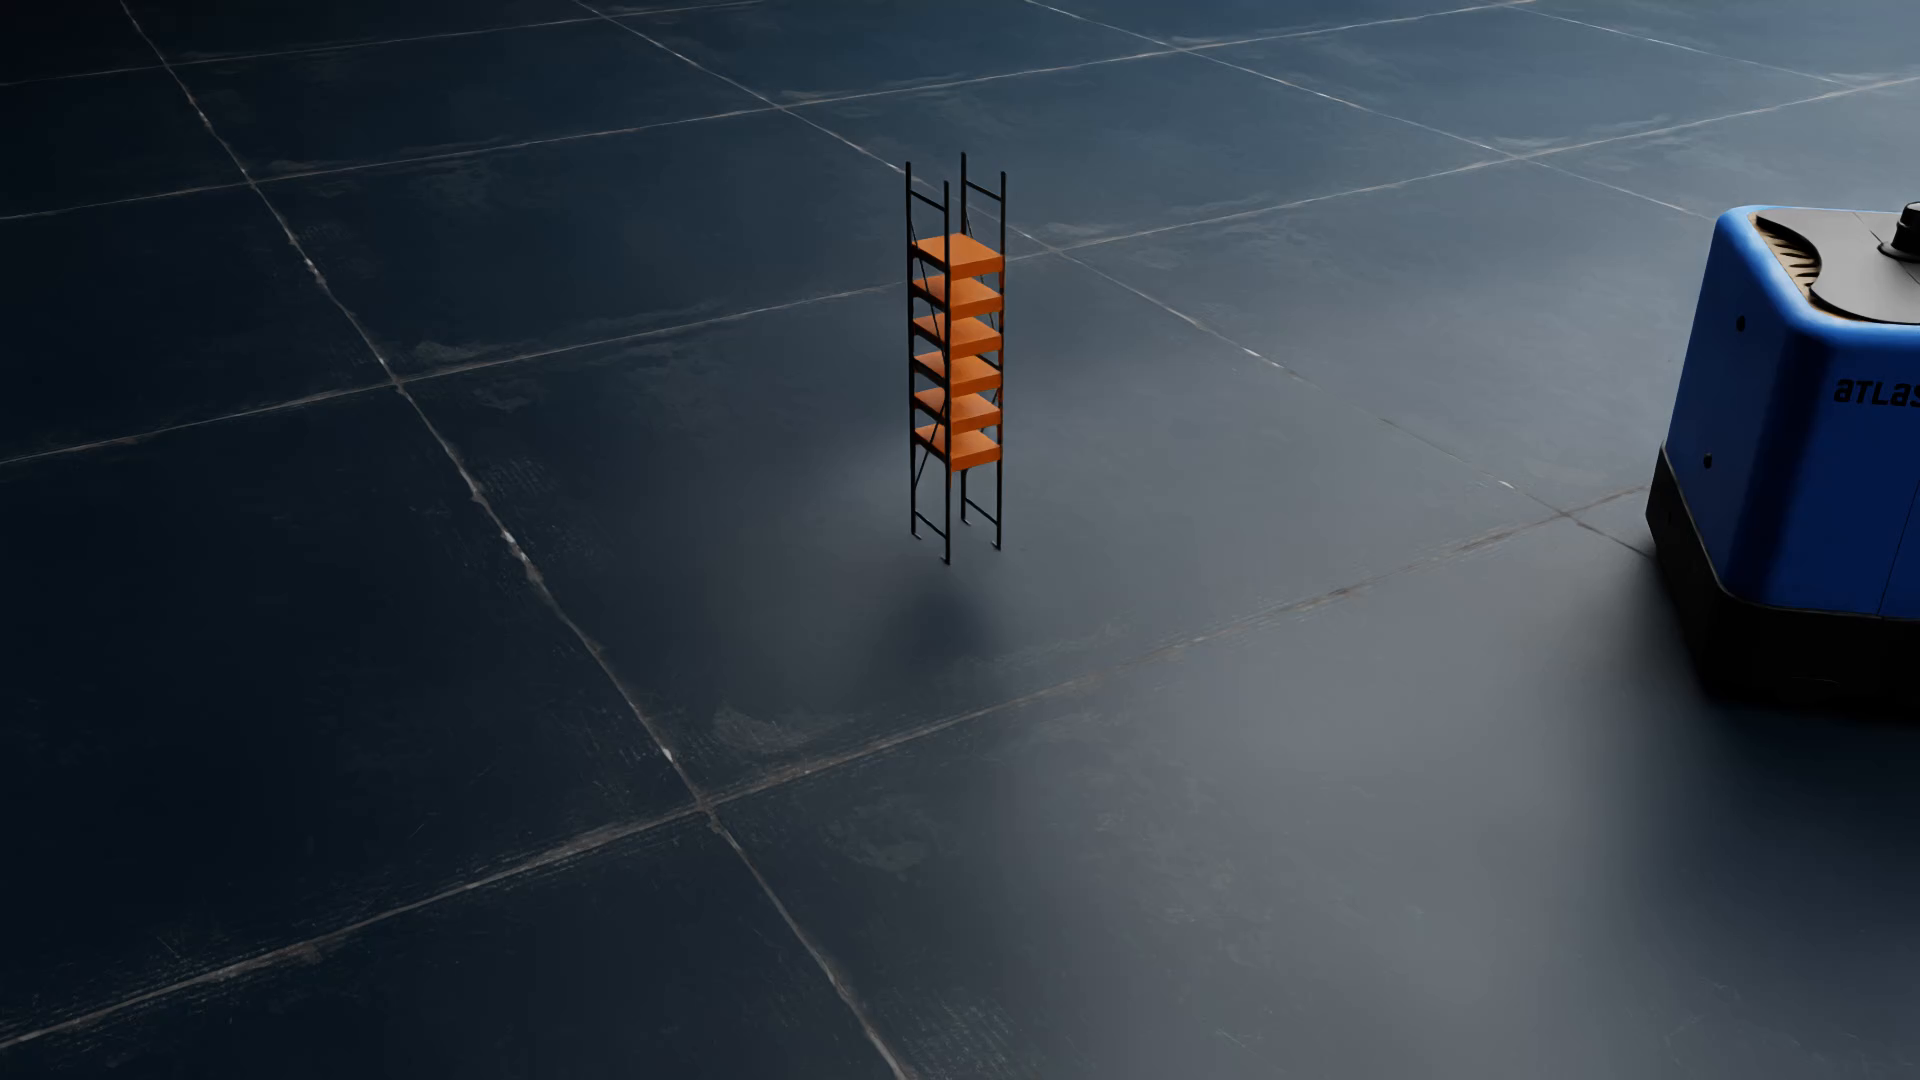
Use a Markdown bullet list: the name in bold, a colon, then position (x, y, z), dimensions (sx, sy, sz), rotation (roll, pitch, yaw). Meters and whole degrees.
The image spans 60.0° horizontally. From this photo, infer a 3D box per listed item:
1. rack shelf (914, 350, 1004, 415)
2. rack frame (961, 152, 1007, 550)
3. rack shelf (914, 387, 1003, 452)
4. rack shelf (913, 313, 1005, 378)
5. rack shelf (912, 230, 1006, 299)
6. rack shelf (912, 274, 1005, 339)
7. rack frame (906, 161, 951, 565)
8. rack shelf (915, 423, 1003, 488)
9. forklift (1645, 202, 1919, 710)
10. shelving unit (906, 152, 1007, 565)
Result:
- **rack shelf**: position (-0.012, -0.483, 4.975), dimensions (0.180, 0.103, 0.258), rotation (-16, 33, -26)
- **rack frame**: position (0.066, -0.544, 4.994), dimensions (0.006, 1.200, 0.240), rotation (-16, 33, -26)
- **rack shelf**: position (-0.012, -0.378, 5.033), dimensions (0.180, 0.103, 0.258), rotation (-16, 33, -26)
- **rack shelf**: position (-0.012, -0.588, 4.917), dimensions (0.180, 0.103, 0.258), rotation (-16, 33, -26)
- **rack shelf**: position (-0.012, -0.798, 4.801), dimensions (0.180, 0.103, 0.258), rotation (-16, 33, -26)
- **rack shelf**: position (-0.012, -0.693, 4.859), dimensions (0.180, 0.103, 0.258), rotation (-16, 33, -26)
- **rack frame**: position (-0.091, -0.499, 4.913), dimensions (0.006, 1.200, 0.240), rotation (-16, 33, -26)
- **rack shelf**: position (-0.012, -0.273, 5.091), dimensions (0.180, 0.103, 0.258), rotation (-16, 33, -26)
- **forklift**: position (3.567, -0.957, 3.951), dimensions (3.031, 2.935, 1.130), rotation (5, 29, 9)
- **shelving unit**: position (-0.012, -0.522, 4.954), dimensions (0.189, 1.200, 0.258), rotation (-16, 33, -26)
